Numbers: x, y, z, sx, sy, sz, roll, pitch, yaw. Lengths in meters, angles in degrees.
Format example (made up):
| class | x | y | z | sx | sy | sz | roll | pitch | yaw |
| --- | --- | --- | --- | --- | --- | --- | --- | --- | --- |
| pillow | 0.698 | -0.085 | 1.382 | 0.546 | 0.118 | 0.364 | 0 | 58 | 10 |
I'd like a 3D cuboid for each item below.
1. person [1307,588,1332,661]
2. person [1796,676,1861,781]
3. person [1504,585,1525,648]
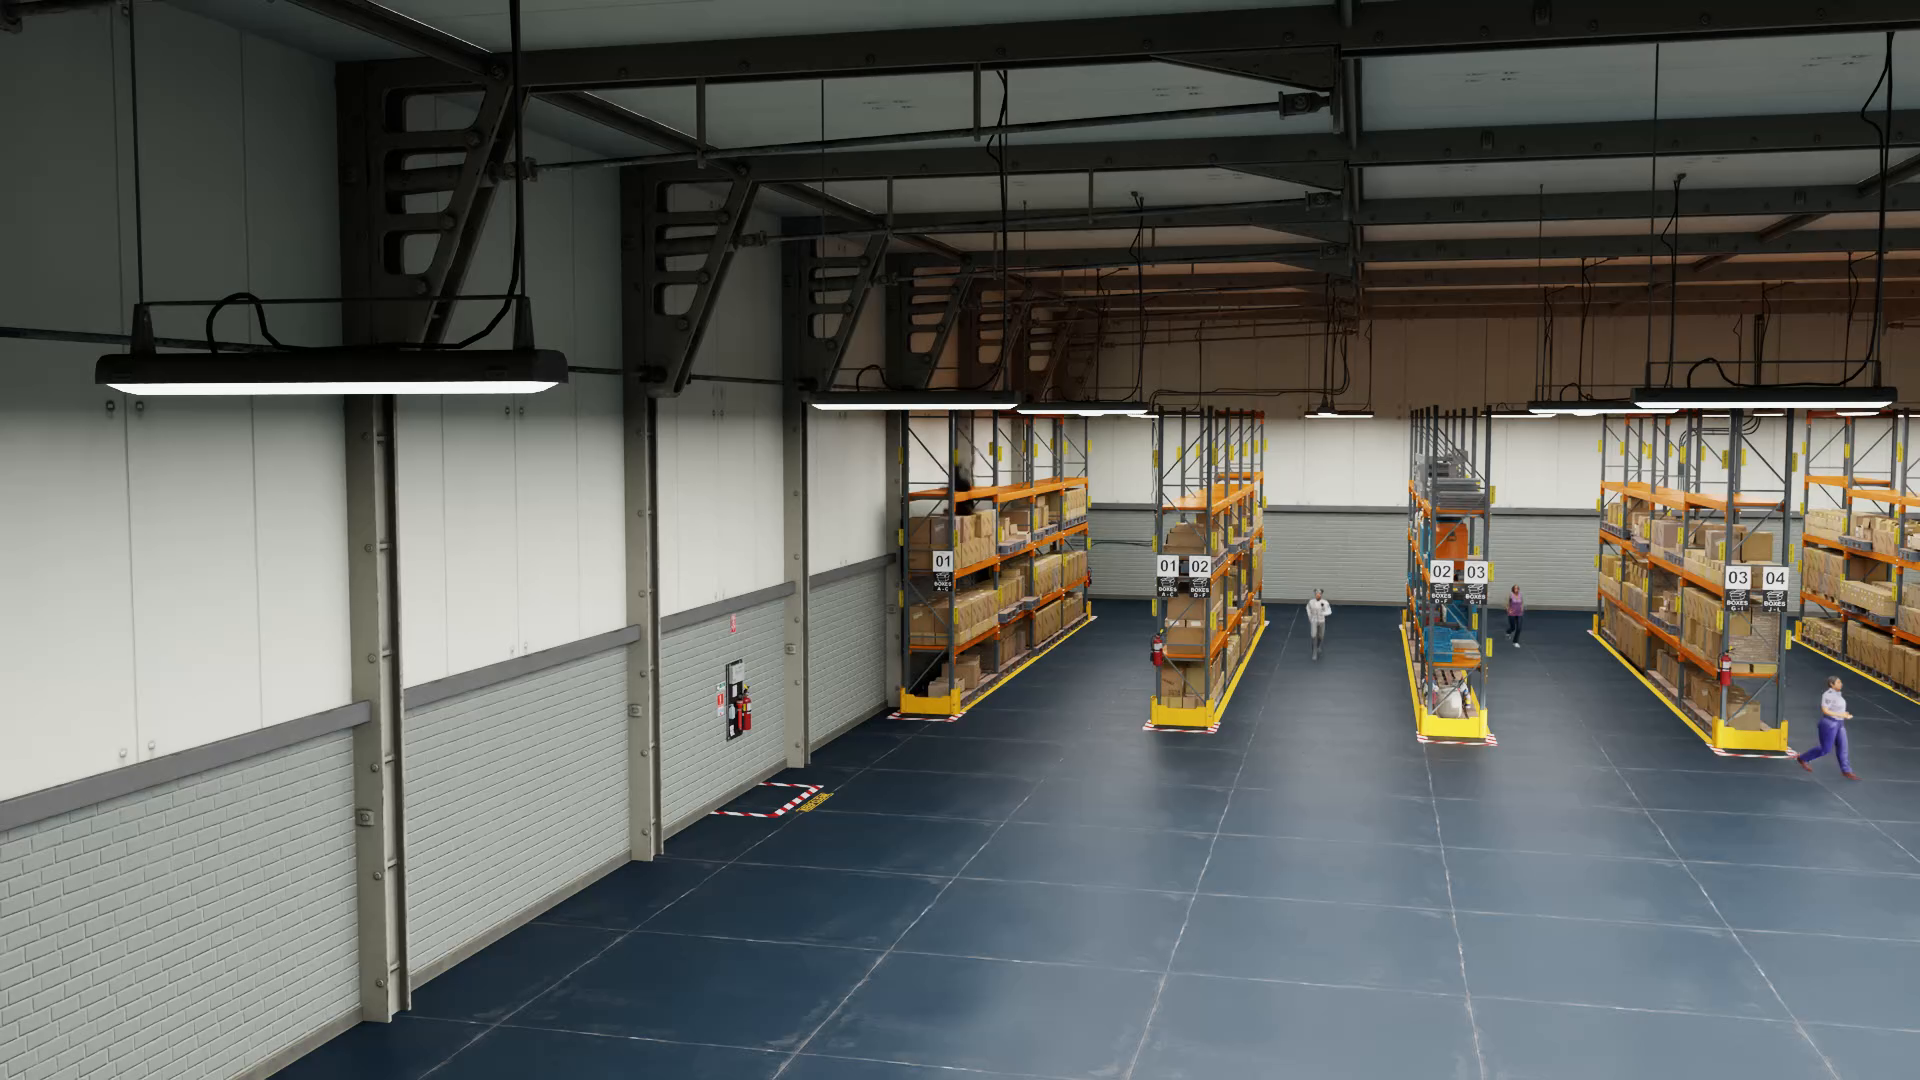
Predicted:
| class | x | y | z | sx | sy | sz | roll | pitch | yaw |
| --- | --- | --- | --- | --- | --- | --- | --- | --- | --- |
| person | 8.659 | 2.018 | 40.111 | 0.582 | 1.745 | 0.953 | 1 | 4 | 11 |
| person | 13.926 | 2.997 | 26.605 | 0.605 | 1.627 | 0.941 | -4 | 6 | -43 |
| person | 14.095 | 1.922 | 42.243 | 0.542 | 1.574 | 0.660 | 0 | 4 | -2 |
